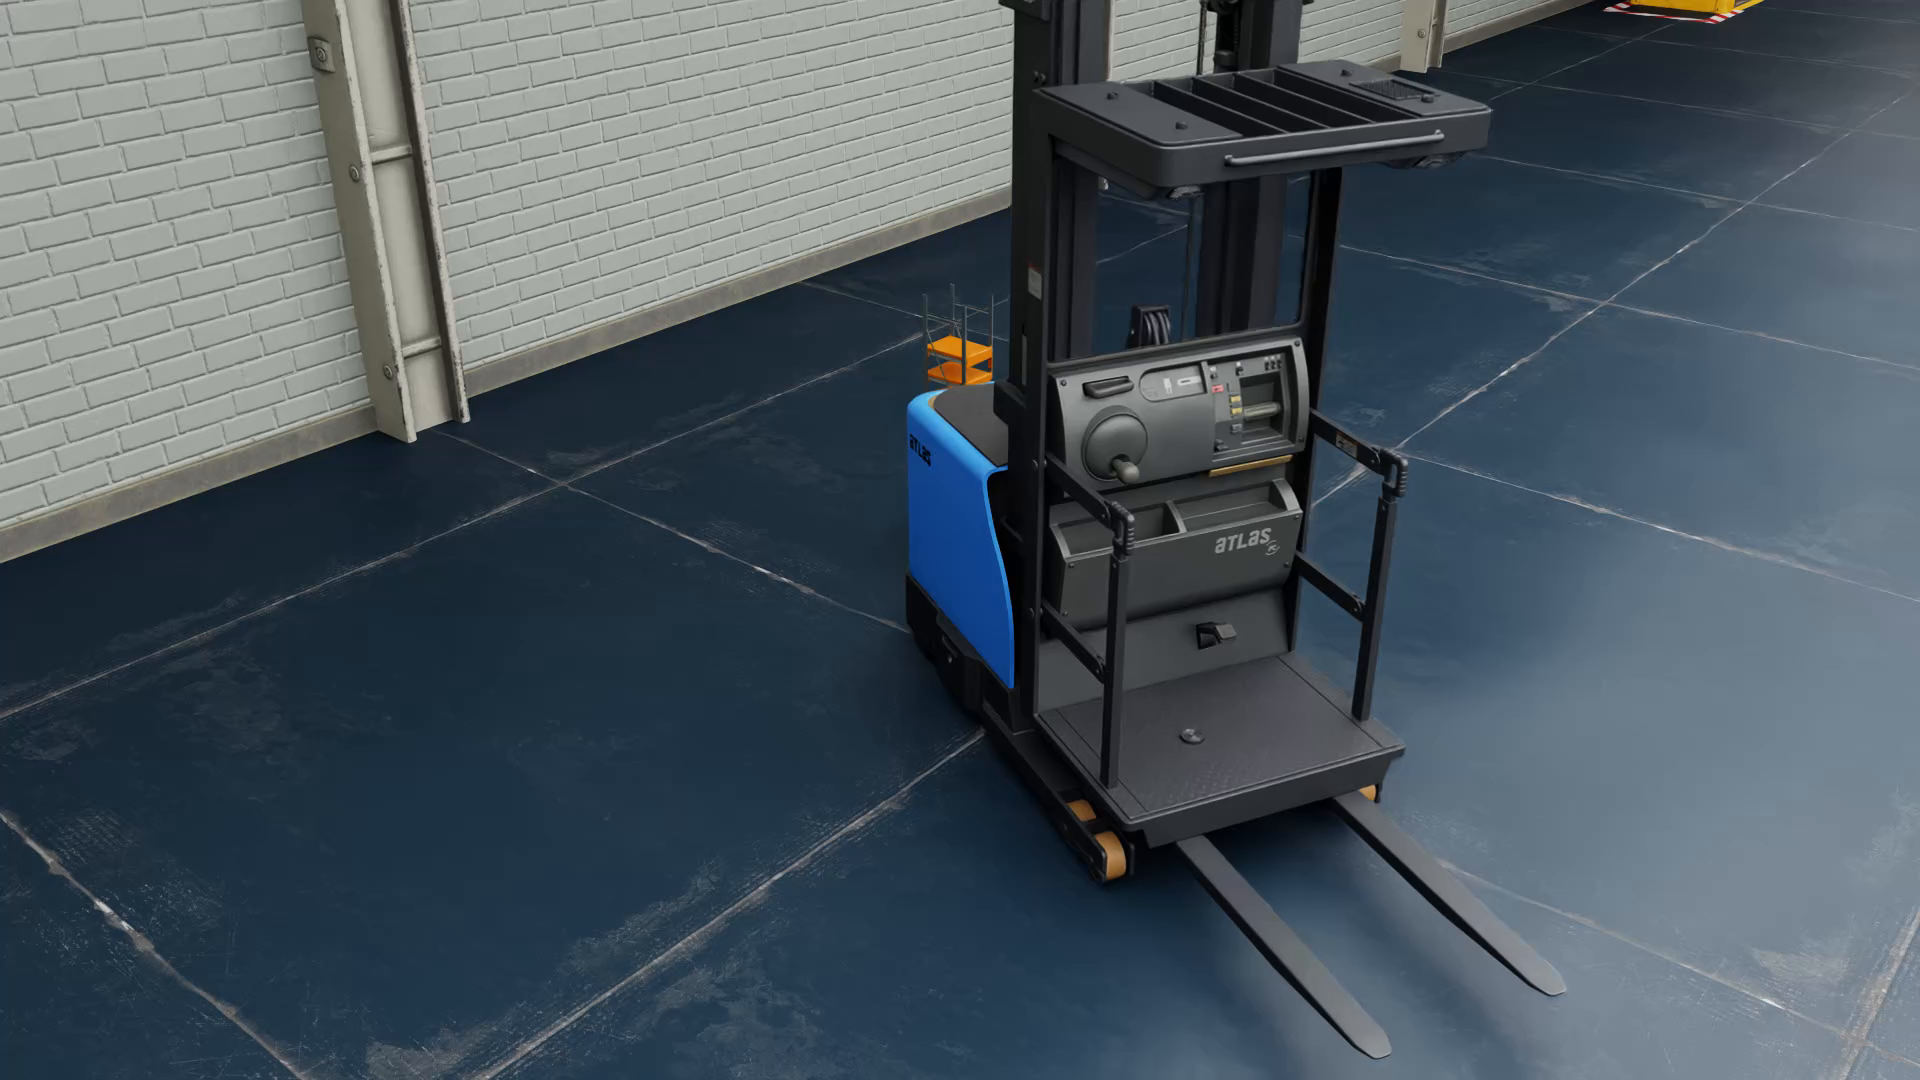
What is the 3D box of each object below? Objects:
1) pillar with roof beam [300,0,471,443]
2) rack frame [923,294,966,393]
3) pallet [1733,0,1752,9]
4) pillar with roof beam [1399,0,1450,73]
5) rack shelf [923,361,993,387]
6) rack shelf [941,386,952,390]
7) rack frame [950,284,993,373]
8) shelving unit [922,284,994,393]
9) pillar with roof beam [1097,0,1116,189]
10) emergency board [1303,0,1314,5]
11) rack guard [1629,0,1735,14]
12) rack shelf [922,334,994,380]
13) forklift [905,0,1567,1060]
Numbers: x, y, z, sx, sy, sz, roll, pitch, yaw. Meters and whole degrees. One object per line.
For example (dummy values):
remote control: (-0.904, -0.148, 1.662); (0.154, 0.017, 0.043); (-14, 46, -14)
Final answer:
pillar with roof beam: (0.431, -3.363, 4.456); (9.100, 9.000, 0.400); (21, 34, 34)
rack frame: (-0.067, -0.495, 7.402); (0.240, 1.200, 0.006); (21, 34, 34)
pallet: (9.373, -6.903, 20.865); (1.003, 0.211, 1.213); (21, 34, 34)
pillar with roof beam: (8.063, -7.617, 12.681); (9.100, 9.000, 0.400); (21, 34, 34)
rack shelf: (-0.009, -0.701, 7.375); (0.258, 0.103, 0.180); (21, 34, 34)
rack shelf: (-0.009, -0.595, 7.430); (0.258, 0.103, 0.180); (21, 34, 34)
rack frame: (0.049, -0.560, 7.527); (0.240, 1.200, 0.006); (21, 34, 34)
shelving unit: (-0.009, -0.528, 7.464); (0.258, 1.200, 0.189); (21, 34, 34)
pillar with roof beam: (4.247, -5.490, 8.569); (9.100, 9.000, 0.400); (21, 34, 34)
emergency board: (3.121, -5.348, 14.824); (0.157, 1.169, 0.626); (21, 34, 34)
rack guard: (8.829, -6.754, 20.261); (1.175, 0.500, 0.348); (21, 34, 34)
rack shelf: (-0.009, -0.808, 7.319); (0.258, 0.103, 0.180); (21, 34, 34)
forklift: (0.830, -0.388, 5.310); (1.130, 2.935, 3.031); (-11, 29, -21)
